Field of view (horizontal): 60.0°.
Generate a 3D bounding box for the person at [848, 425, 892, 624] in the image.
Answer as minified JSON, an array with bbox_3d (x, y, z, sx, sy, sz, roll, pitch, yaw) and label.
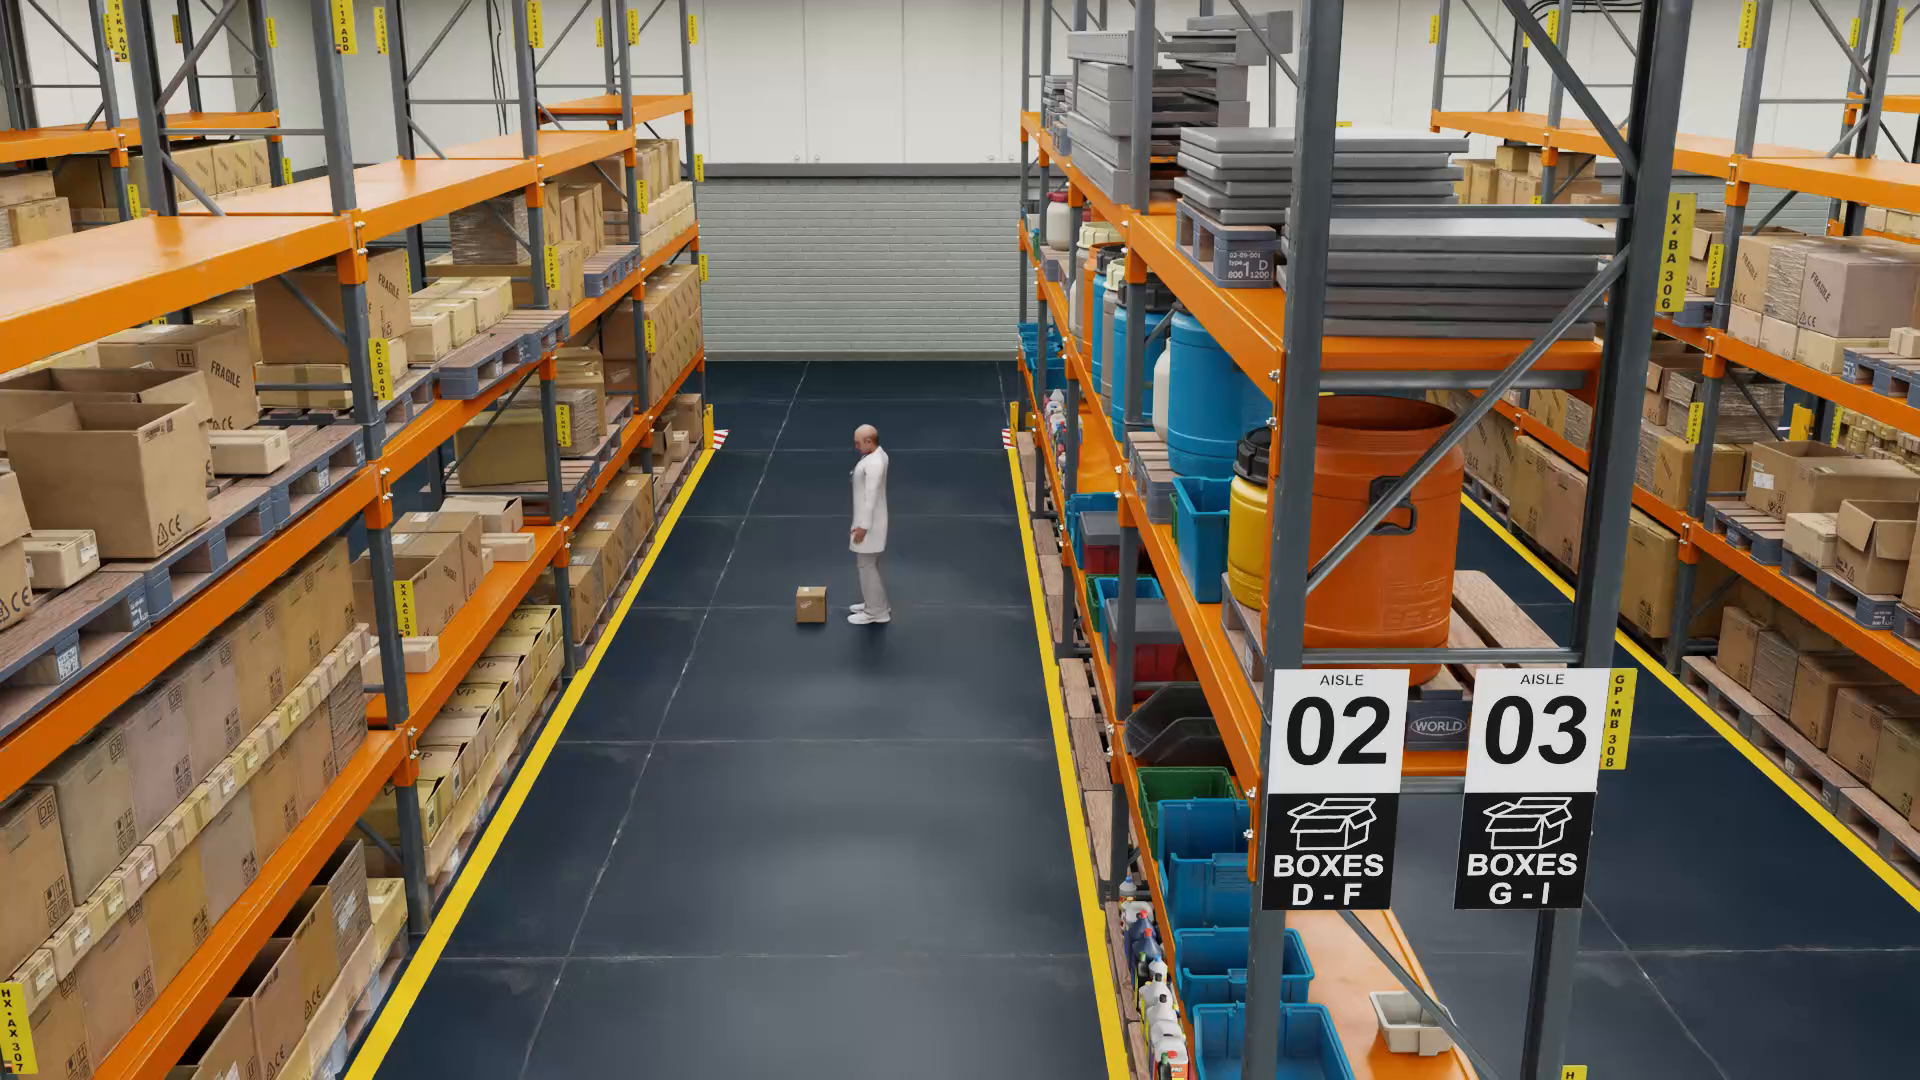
[{"bbox_3d":[-0.806,-0.145,14.573,0.377,1.770,0.564,0,17,0],"label":"person"}]
